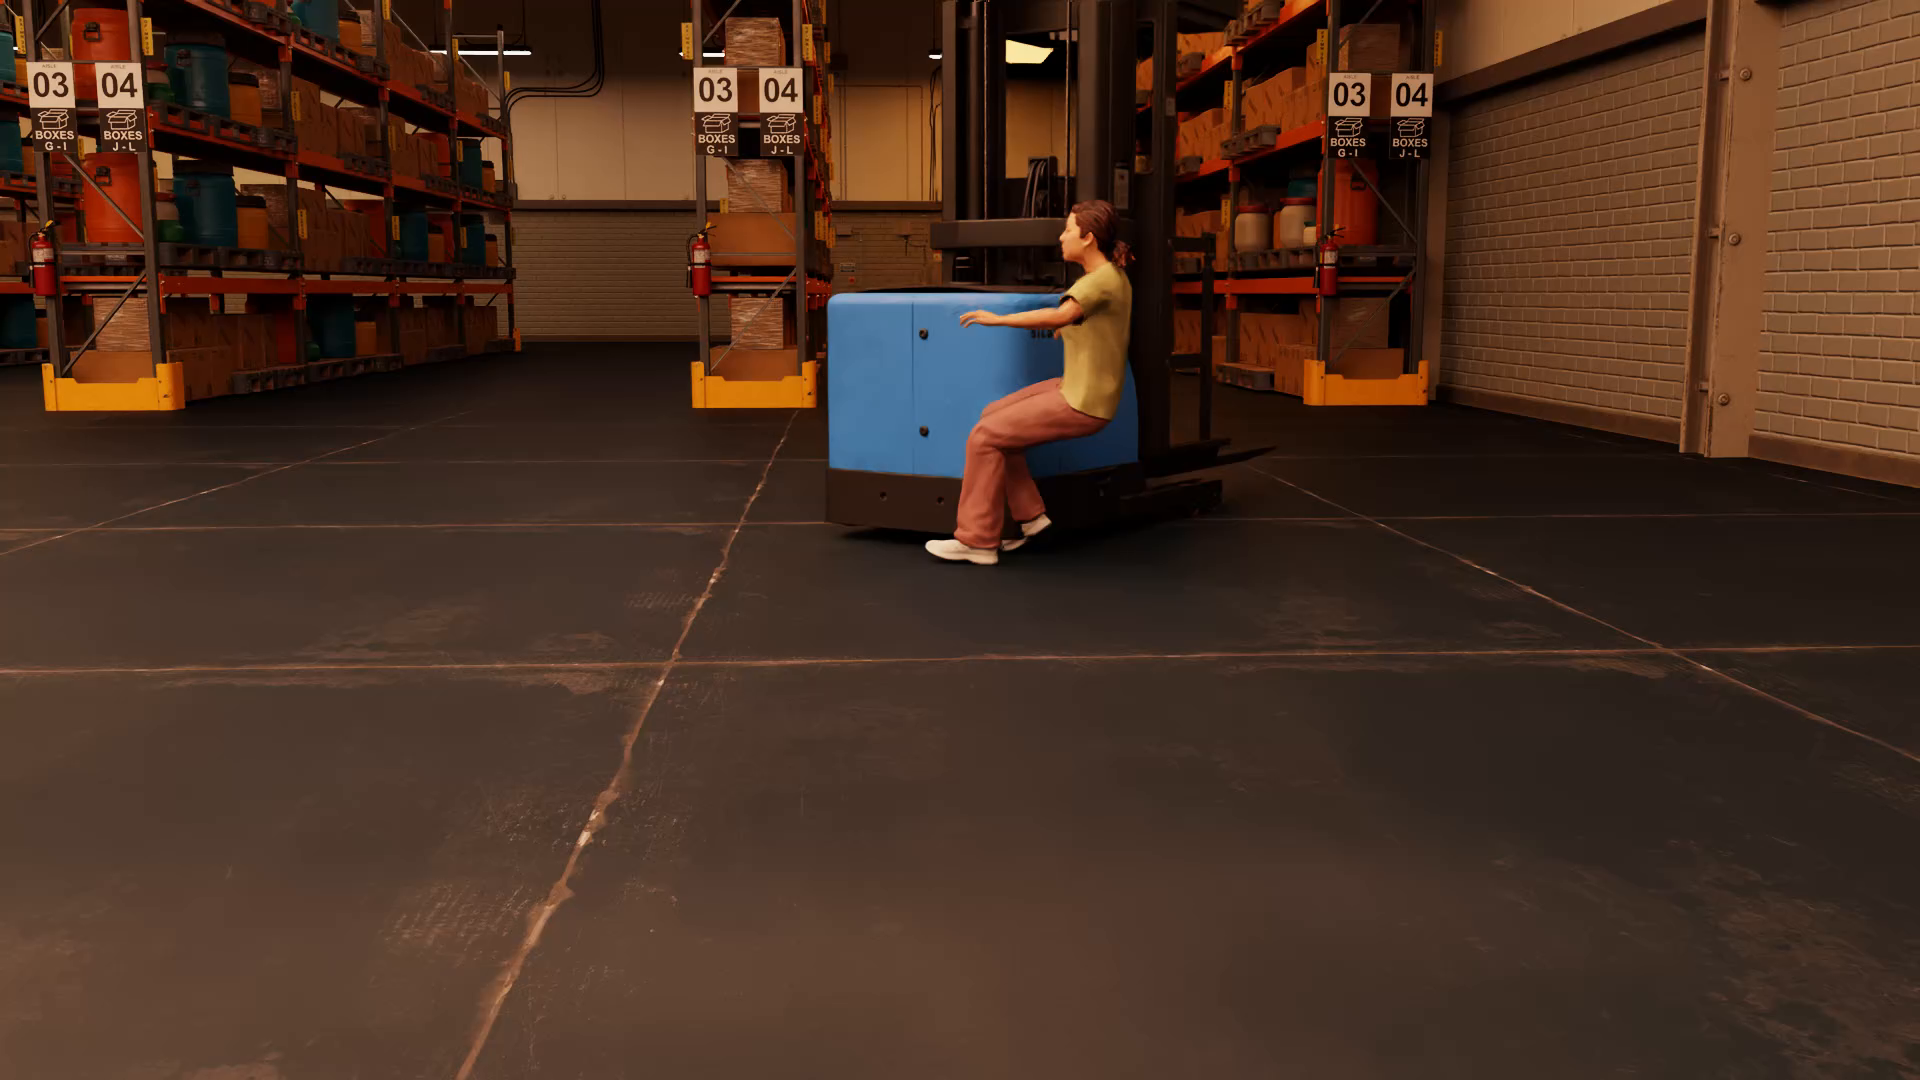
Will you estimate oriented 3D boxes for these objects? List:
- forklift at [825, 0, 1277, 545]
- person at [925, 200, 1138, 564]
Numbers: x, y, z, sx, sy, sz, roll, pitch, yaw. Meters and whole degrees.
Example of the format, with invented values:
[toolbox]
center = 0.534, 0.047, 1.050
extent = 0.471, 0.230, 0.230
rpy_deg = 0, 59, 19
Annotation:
[forklift]
center = 0.652, -1.601, 8.115
extent = 1.130, 2.935, 3.031
rpy_deg = 6, 10, 34
[person]
center = 0.276, -0.622, 6.618
extent = 0.836, 1.428, 0.872
rpy_deg = 0, 8, 3
